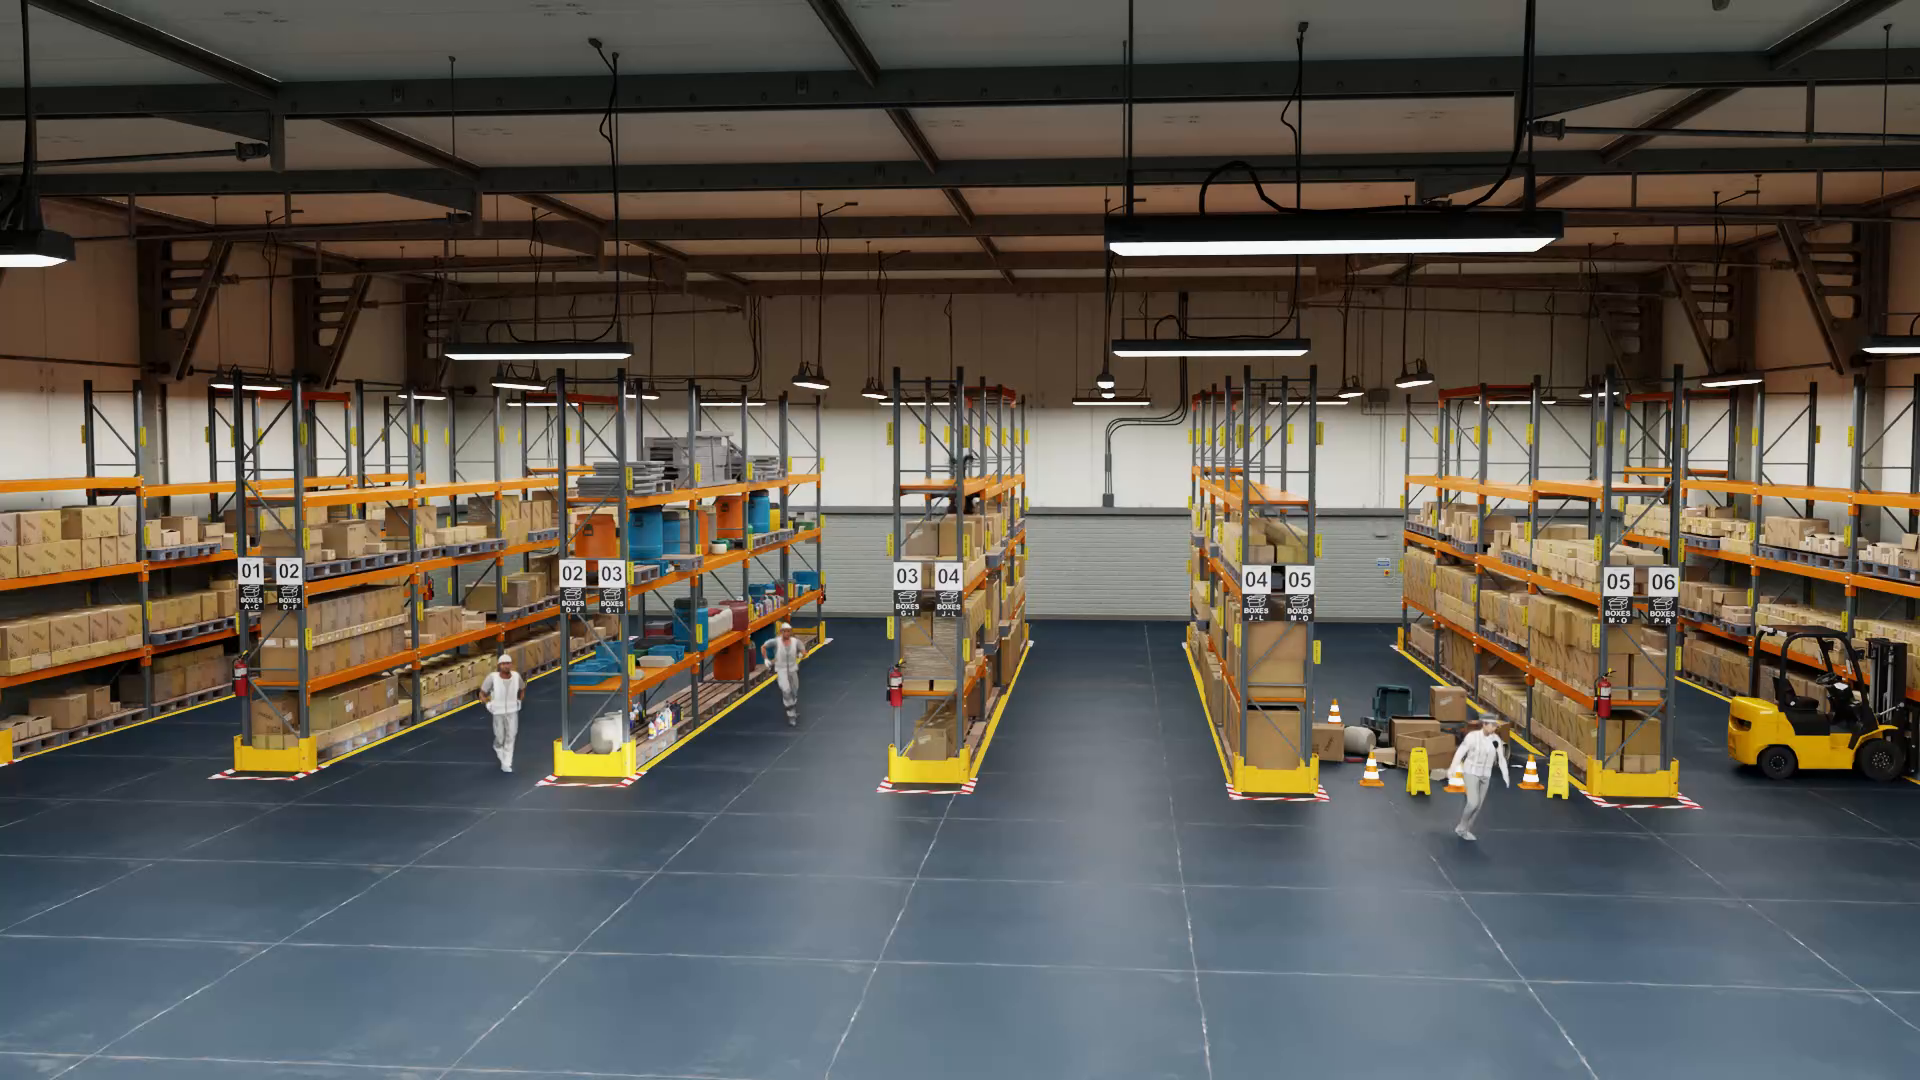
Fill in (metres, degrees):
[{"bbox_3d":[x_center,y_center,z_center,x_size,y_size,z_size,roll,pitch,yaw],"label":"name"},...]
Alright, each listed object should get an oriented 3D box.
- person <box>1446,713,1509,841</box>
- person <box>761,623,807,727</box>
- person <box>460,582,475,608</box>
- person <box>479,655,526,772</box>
[{"bbox_3d":[6.414,2.921,20.504,0.599,1.627,0.612,-1,4,-17],"label":"person"},{"bbox_3d":[-3.047,2.311,28.929,0.784,1.782,0.800,-1,4,-19],"label":"person"},{"bbox_3d":[-11.067,1.782,38.067,0.716,1.666,0.962,-1,4,-8],"label":"person"},{"bbox_3d":[-6.866,2.579,25.003,0.698,1.739,0.766,-2,4,-25],"label":"person"}]
